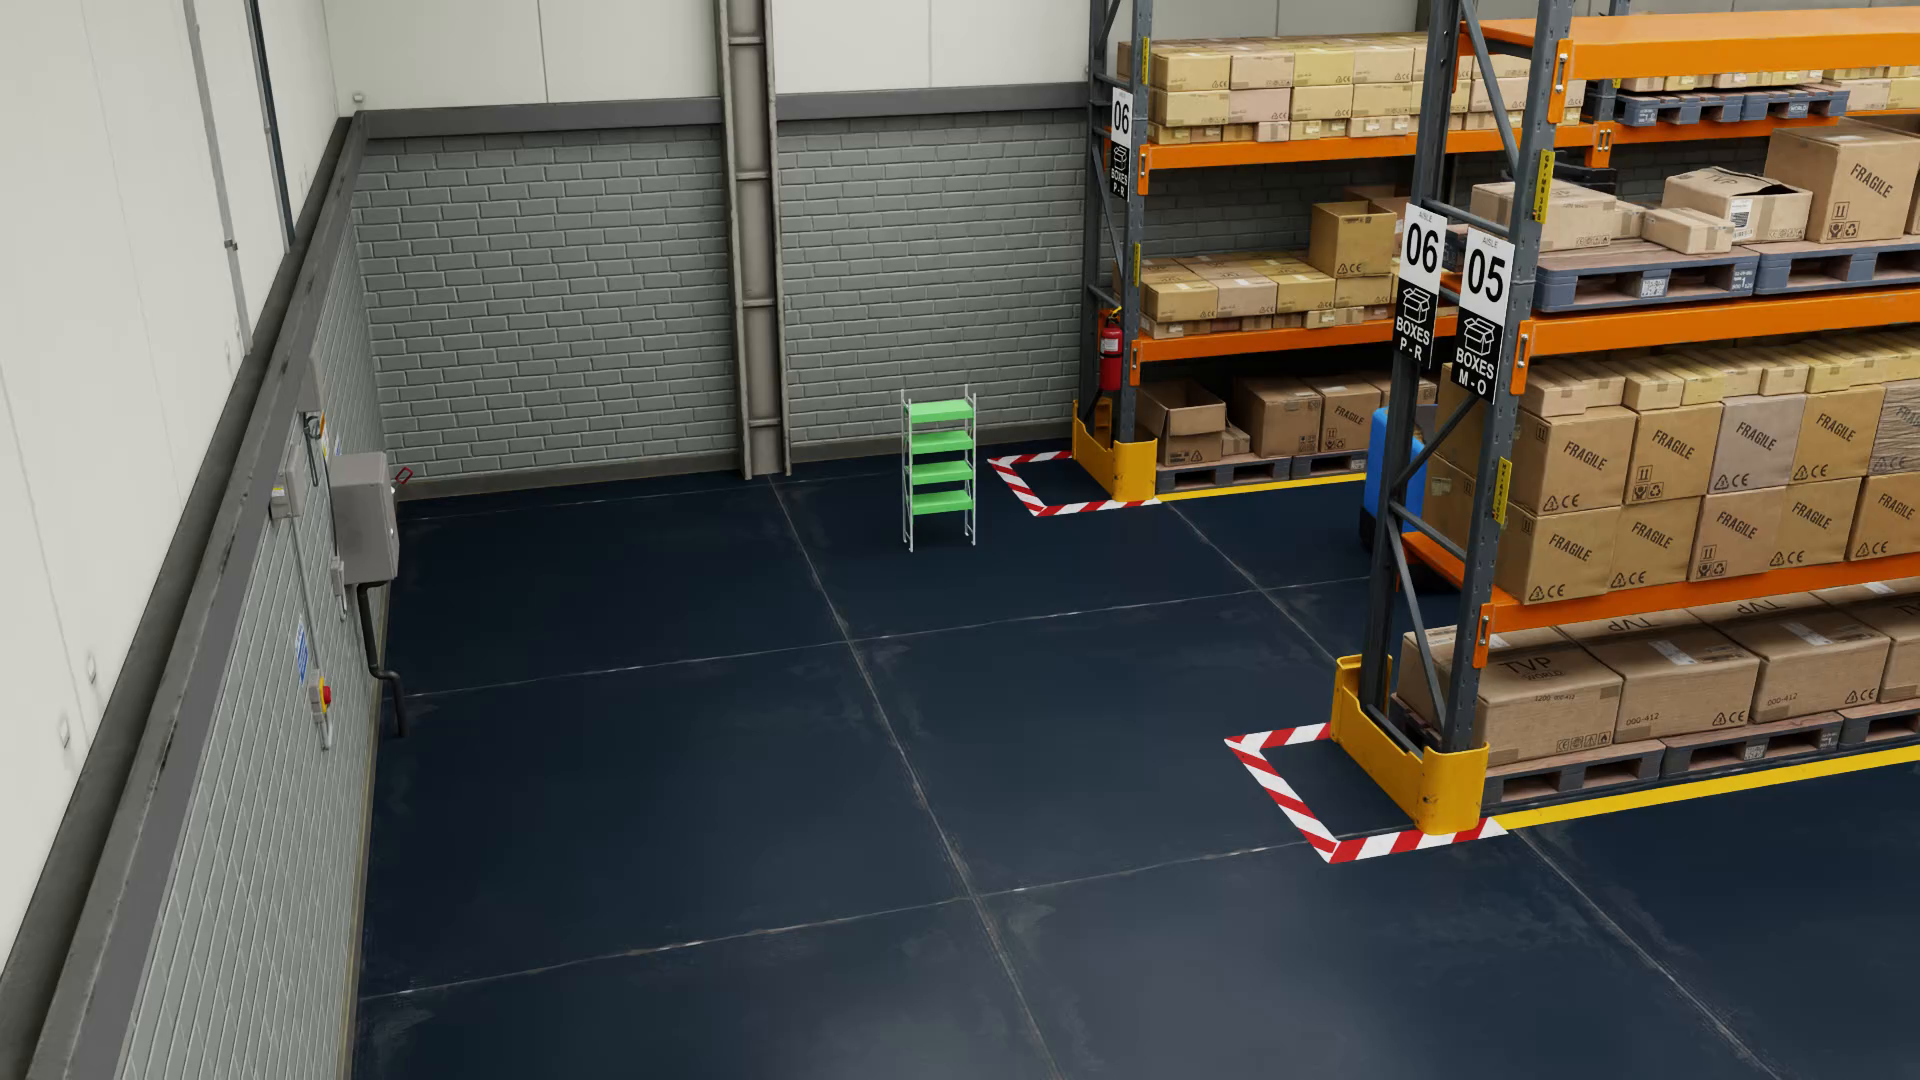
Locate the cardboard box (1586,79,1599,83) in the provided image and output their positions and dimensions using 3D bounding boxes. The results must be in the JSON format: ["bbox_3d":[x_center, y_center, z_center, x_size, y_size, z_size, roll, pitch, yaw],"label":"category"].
[{"bbox_3d":[5.322,-3.892,13.801,0.250,0.149,0.380,-6,24,-15],"label":"cardboard box"}]

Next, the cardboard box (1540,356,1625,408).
[{"bbox_3d":[3.191,-0.812,8.551,0.250,0.149,0.380,-6,24,-13],"label":"cardboard box"}]

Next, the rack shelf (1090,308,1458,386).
[{"bbox_3d":[3.123,-1.787,13.954,4.000,0.370,1.077,-6,24,-14],"label":"rack shelf"}]

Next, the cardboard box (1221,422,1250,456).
[{"bbox_3d":[2.231,-0.848,13.934,0.250,0.149,0.380,-7,24,-16],"label":"cardboard box"}]

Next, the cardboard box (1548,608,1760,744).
[{"bbox_3d":[4.029,0.755,9.834,0.875,0.438,0.875,-6,24,-13],"label":"cardboard box"}]

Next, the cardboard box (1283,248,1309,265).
[{"bbox_3d":[3.047,-2.284,14.011,0.500,0.250,0.500,-6,24,-14],"label":"cardboard box"}]

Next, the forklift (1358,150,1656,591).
[{"bbox_3d":[4.577,-1.243,11.859,3.031,2.935,1.130,-4,23,-8],"label":"forklift"}]

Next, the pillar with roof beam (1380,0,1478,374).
[{"bbox_3d":[5.298,-3.722,9.942,0.400,9.000,9.100,-6,24,-14],"label":"pillar with roof beam"}]

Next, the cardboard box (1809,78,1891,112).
[{"bbox_3d":[7.506,-3.813,14.148,0.500,0.250,0.500,-6,24,-14],"label":"cardboard box"}]

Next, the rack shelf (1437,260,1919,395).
[{"bbox_3d":[4.467,-1.282,8.972,4.000,0.370,1.077,-6,24,-14],"label":"rack shelf"}]

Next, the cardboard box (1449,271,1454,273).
[{"bbox_3d":[4.146,-2.193,13.800,0.500,0.250,0.500,-6,24,-14],"label":"cardboard box"}]

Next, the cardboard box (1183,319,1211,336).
[{"bbox_3d":[1.820,-1.765,13.308,0.250,0.149,0.380,-6,24,-13],"label":"cardboard box"}]

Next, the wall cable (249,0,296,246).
[{"bbox_3d":[-3.776,-3.430,9.214,0.133,3.039,2.988,-6,24,-14],"label":"wall cable"}]

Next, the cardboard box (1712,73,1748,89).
[{"bbox_3d":[6.186,-3.787,13.557,0.250,0.149,0.380,-6,24,-14],"label":"cardboard box"}]

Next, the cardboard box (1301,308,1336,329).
[{"bbox_3d":[2.842,-1.839,13.480,0.250,0.149,0.380,-7,24,-16],"label":"cardboard box"}]

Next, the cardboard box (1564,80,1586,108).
[{"bbox_3d":[4.652,-3.631,13.347,0.500,0.250,0.500,-6,24,-14],"label":"cardboard box"}]

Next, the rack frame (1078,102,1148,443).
[{"bbox_3d":[1.197,-1.905,13.316,0.127,3.000,1.000,-6,24,-14],"label":"rack frame"}]

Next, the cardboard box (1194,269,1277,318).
[{"bbox_3d":[2.192,-1.973,13.286,0.500,0.250,0.500,-6,24,-14],"label":"cardboard box"}]

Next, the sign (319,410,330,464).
[{"bbox_3d":[-3.493,-0.561,9.136,0.001,0.242,0.339,-6,24,-14],"label":"sign"}]

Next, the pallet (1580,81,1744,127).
[{"bbox_3d":[5.695,-3.666,13.854,1.003,0.211,1.213,-6,24,-14],"label":"pallet"}]

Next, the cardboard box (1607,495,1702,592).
[{"bbox_3d":[3.561,-0.073,8.921,0.500,0.500,0.500,-7,24,-15],"label":"cardboard box"}]

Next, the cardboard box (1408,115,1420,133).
[{"bbox_3d":[3.541,-3.323,13.134,0.250,0.149,0.380,-6,24,-14],"label":"cardboard box"}]

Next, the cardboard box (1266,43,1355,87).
[{"bbox_3d":[2.667,-3.639,12.731,0.500,0.250,0.500,-7,24,-15],"label":"cardboard box"}]

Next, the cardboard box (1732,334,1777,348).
[{"bbox_3d":[4.305,-1.116,9.260,0.250,0.149,0.380,-6,24,-13],"label":"cardboard box"}]

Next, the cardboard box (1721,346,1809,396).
[{"bbox_3d":[4.211,-0.890,8.732,0.250,0.149,0.380,-6,24,-14],"label":"cardboard box"}]

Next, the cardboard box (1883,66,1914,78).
[{"bbox_3d":[7.881,-4.039,14.170,0.250,0.149,0.380,-6,24,-14],"label":"cardboard box"}]

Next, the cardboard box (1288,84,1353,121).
[{"bbox_3d":[2.678,-3.407,12.824,0.500,0.250,0.500,-7,24,-16],"label":"cardboard box"}]

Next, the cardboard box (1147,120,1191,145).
[{"bbox_3d":[1.567,-3.114,12.647,0.250,0.149,0.380,-6,24,-13],"label":"cardboard box"}]

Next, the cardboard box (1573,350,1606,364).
[{"bbox_3d":[3.297,-1.034,9.069,0.250,0.149,0.380,-7,24,-15],"label":"cardboard box"}]

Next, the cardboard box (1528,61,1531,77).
[{"bbox_3d":[4.628,-3.862,13.252,0.500,0.250,0.500,-6,24,-14],"label":"cardboard box"}]

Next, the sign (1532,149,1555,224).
[{"bbox_3d":[2.686,-1.626,7.653,0.005,0.325,0.100,-6,24,-14],"label":"sign"}]

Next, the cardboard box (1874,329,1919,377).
[{"bbox_3d":[5.186,-1.013,9.020,0.250,0.149,0.380,-6,24,-15],"label":"cardboard box"}]

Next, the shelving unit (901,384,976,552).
[{"bbox_3d":[-0.159,-0.534,12.402,0.503,1.200,0.258,-6,24,-14],"label":"shelving unit"}]

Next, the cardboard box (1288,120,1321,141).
[{"bbox_3d":[2.582,-3.191,12.827,0.250,0.149,0.380,-6,24,-15],"label":"cardboard box"}]

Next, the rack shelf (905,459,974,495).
[{"bbox_3d":[-0.159,-0.475,12.428,0.480,0.148,0.258,-6,24,-14],"label":"rack shelf"}]

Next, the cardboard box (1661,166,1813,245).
[{"bbox_3d":[3.996,-1.738,8.576,0.500,0.311,0.500,-6,24,-13],"label":"cardboard box"}]

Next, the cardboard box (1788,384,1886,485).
[{"bbox_3d":[4.550,-0.638,8.969,0.500,0.500,0.500,-6,24,-14],"label":"cardboard box"}]

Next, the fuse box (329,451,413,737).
[{"bbox_3d":[-3.308,0.368,9.654,0.414,1.711,0.539,-6,24,-14],"label":"fuse box"}]

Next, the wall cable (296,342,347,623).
[{"bbox_3d":[-3.275,-0.416,8.556,0.122,1.984,0.588,-6,24,-14],"label":"wall cable"}]

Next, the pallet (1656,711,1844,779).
[{"bbox_3d":[4.463,1.017,10.042,1.213,0.211,1.003,-6,24,-14],"label":"pallet"}]

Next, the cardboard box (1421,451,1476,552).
[{"bbox_3d":[2.935,-0.219,9.259,0.500,0.500,0.500,-6,24,-14],"label":"cardboard box"}]

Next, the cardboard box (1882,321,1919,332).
[{"bbox_3d":[5.286,-1.236,9.538,0.250,0.149,0.380,-6,24,-15],"label":"cardboard box"}]

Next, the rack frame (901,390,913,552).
[{"bbox_3d":[-0.394,-0.508,12.342,0.015,1.200,0.240,-6,24,-14],"label":"rack frame"}]

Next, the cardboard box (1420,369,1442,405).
[{"bbox_3d":[4.349,-1.308,14.801,0.500,0.311,0.500,-5,24,-12],"label":"cardboard box"}]

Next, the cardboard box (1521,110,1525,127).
[{"bbox_3d":[4.546,-3.419,13.358,0.250,0.149,0.380,-6,24,-14],"label":"cardboard box"}]

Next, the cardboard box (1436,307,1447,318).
[{"bbox_3d":[3.823,-1.957,13.757,0.250,0.149,0.380,-7,24,-15],"label":"cardboard box"}]

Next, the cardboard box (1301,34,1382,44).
[{"bbox_3d":[3.033,-3.891,13.320,0.500,0.250,0.500,-6,24,-14],"label":"cardboard box"}]
